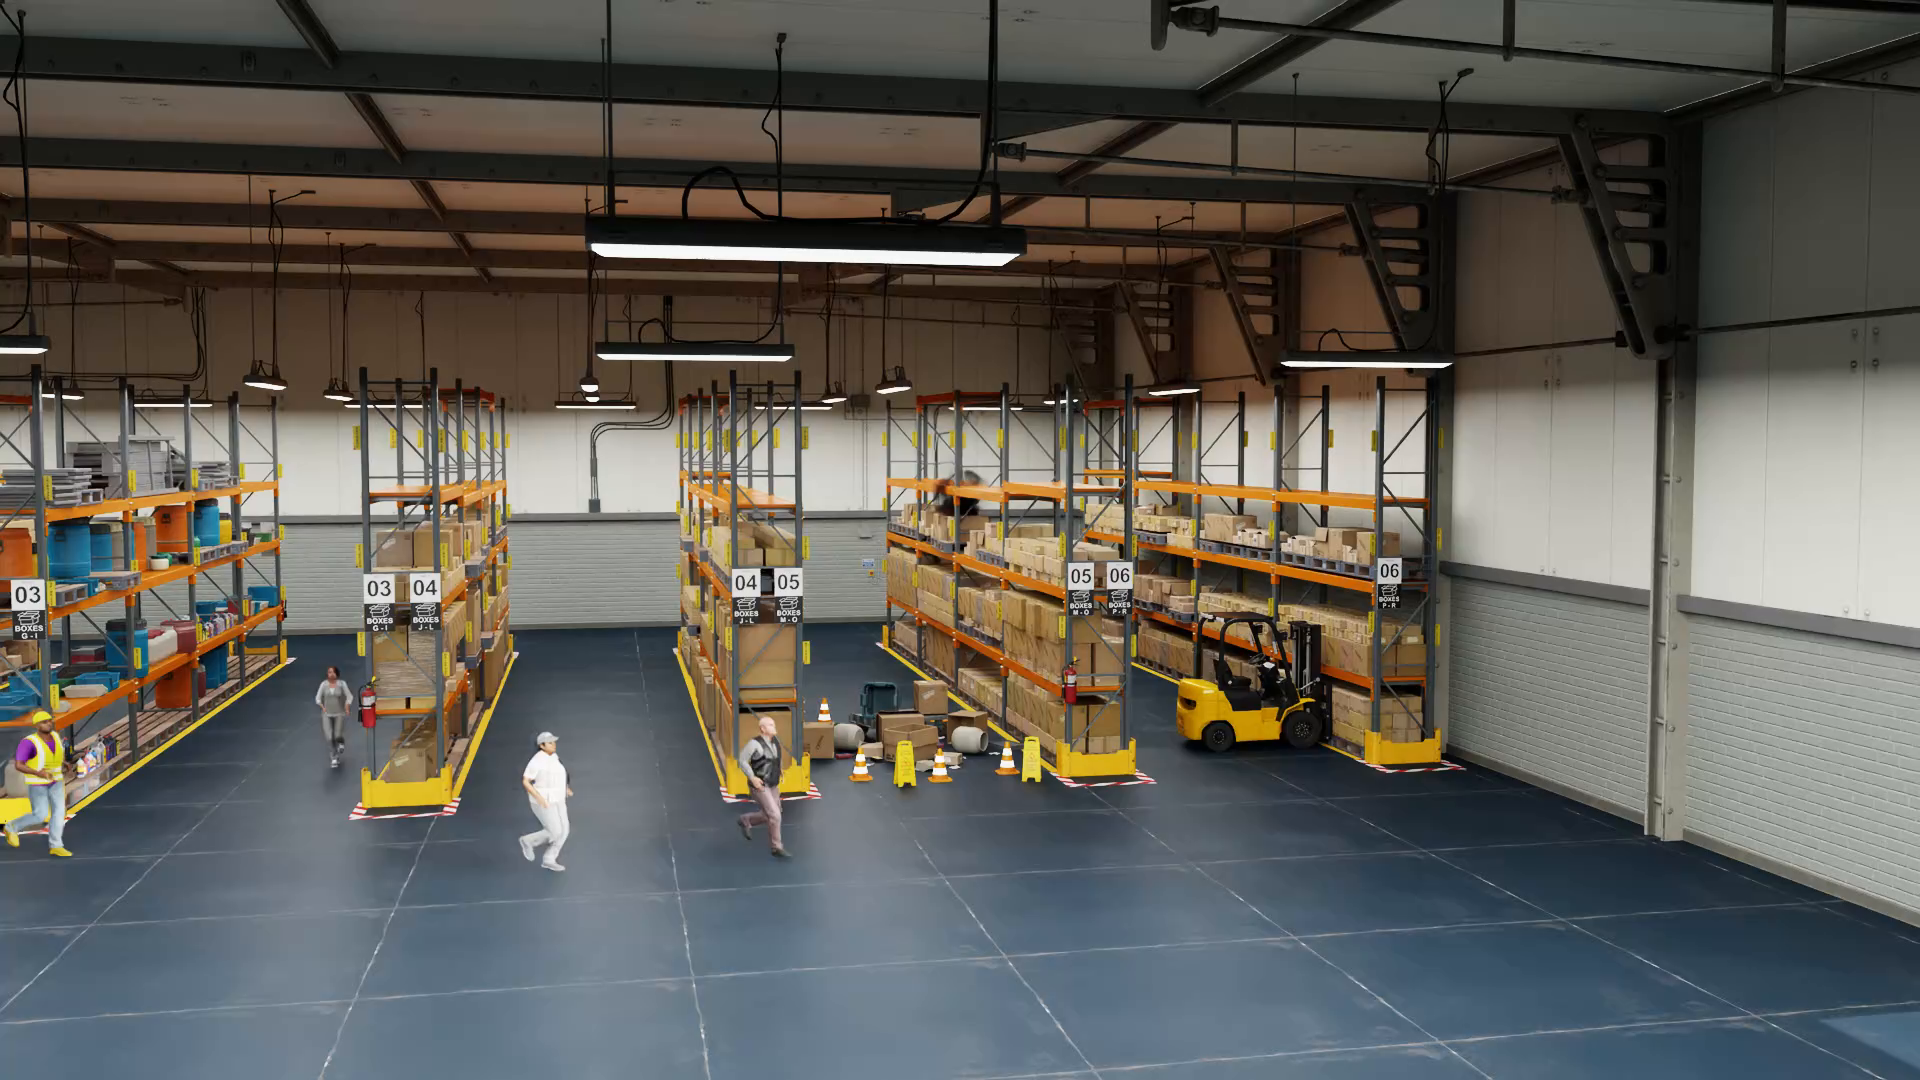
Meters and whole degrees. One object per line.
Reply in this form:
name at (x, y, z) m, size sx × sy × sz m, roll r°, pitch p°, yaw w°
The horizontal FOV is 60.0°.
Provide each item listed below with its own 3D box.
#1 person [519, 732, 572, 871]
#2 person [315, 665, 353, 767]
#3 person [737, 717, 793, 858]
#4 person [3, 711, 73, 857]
person at (-4.824, 3.046, 19.392) m, size 0.552 × 1.627 × 0.617 m, roll 1°, pitch 4°, yaw 17°
person at (-9.657, 2.709, 25.645) m, size 0.539 × 1.560 × 0.549 m, roll -1°, pitch 4°, yaw -14°
person at (-2.398, 2.973, 20.078) m, size 0.809 × 1.706 × 0.684 m, roll 2°, pitch 4°, yaw 30°
person at (-11.115, 2.940, 20.119) m, size 0.871 × 1.761 × 0.709 m, roll 1°, pitch 4°, yaw 19°
